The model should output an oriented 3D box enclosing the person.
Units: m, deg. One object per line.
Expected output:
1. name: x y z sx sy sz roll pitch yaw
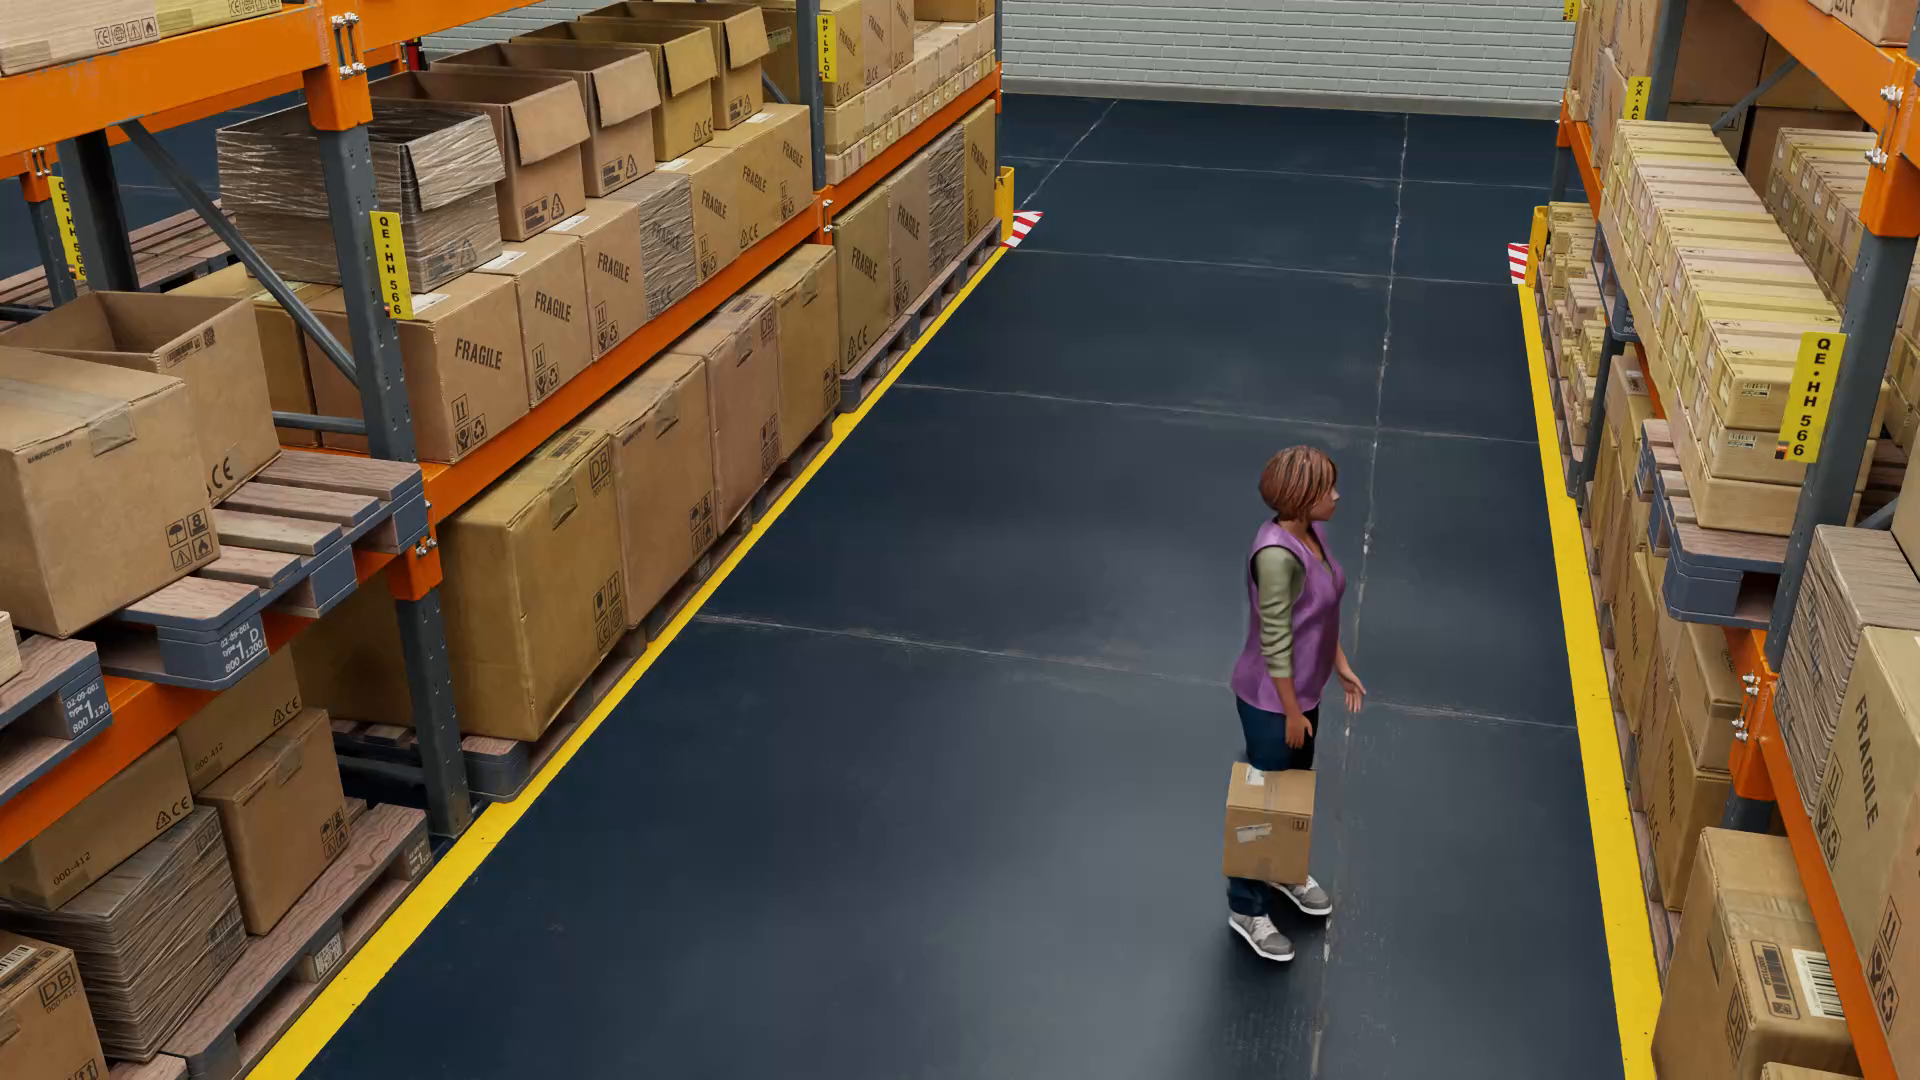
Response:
1. person: 1.008 0.497 5.057 0.396 1.591 0.477 11 28 22
